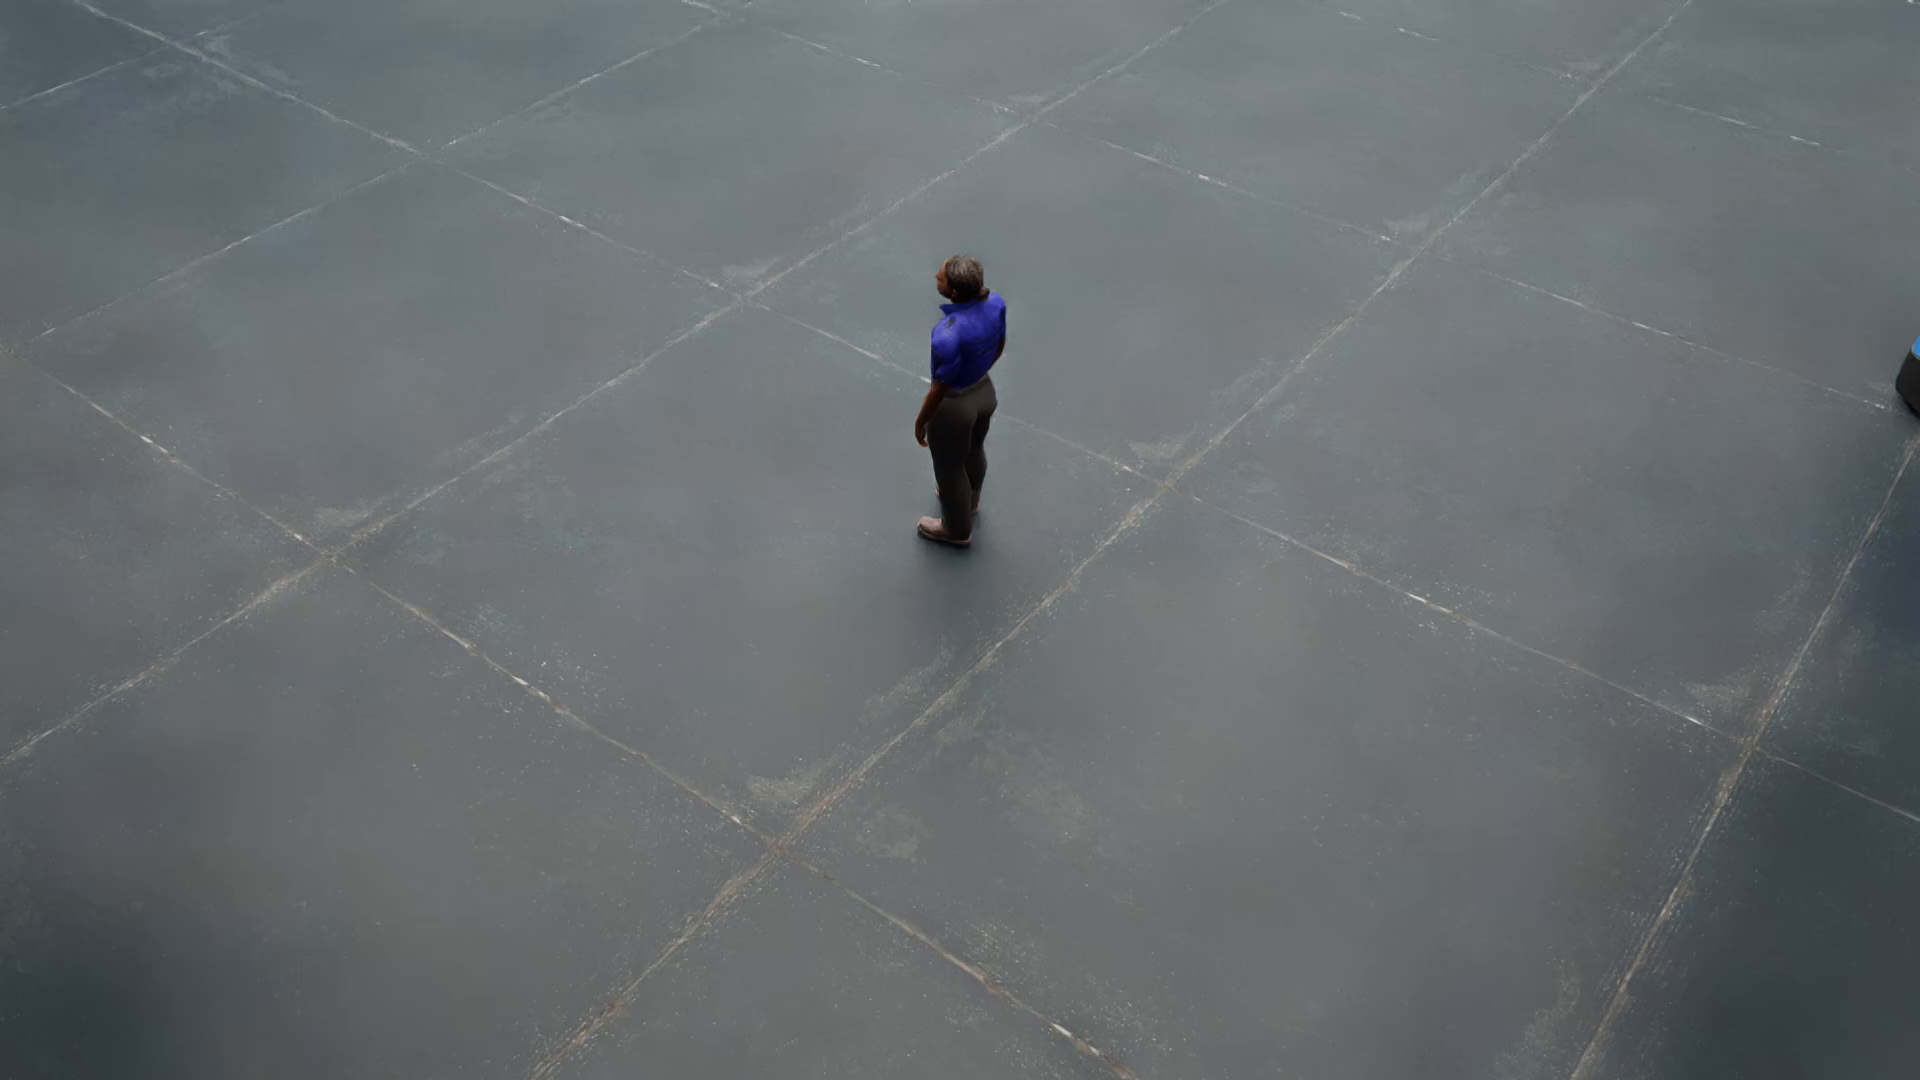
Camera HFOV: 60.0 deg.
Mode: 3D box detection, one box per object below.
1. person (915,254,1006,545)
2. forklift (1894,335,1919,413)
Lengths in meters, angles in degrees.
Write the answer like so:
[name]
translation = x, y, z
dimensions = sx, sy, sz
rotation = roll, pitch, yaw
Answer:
[person]
translation = -0.058, -0.675, 7.848
dimensions = 0.503, 1.642, 0.570
rotation = 26, 47, 28
[forklift]
translation = 6.738, -1.752, 8.129
dimensions = 3.031, 2.935, 1.130
rotation = -5, 41, -6
